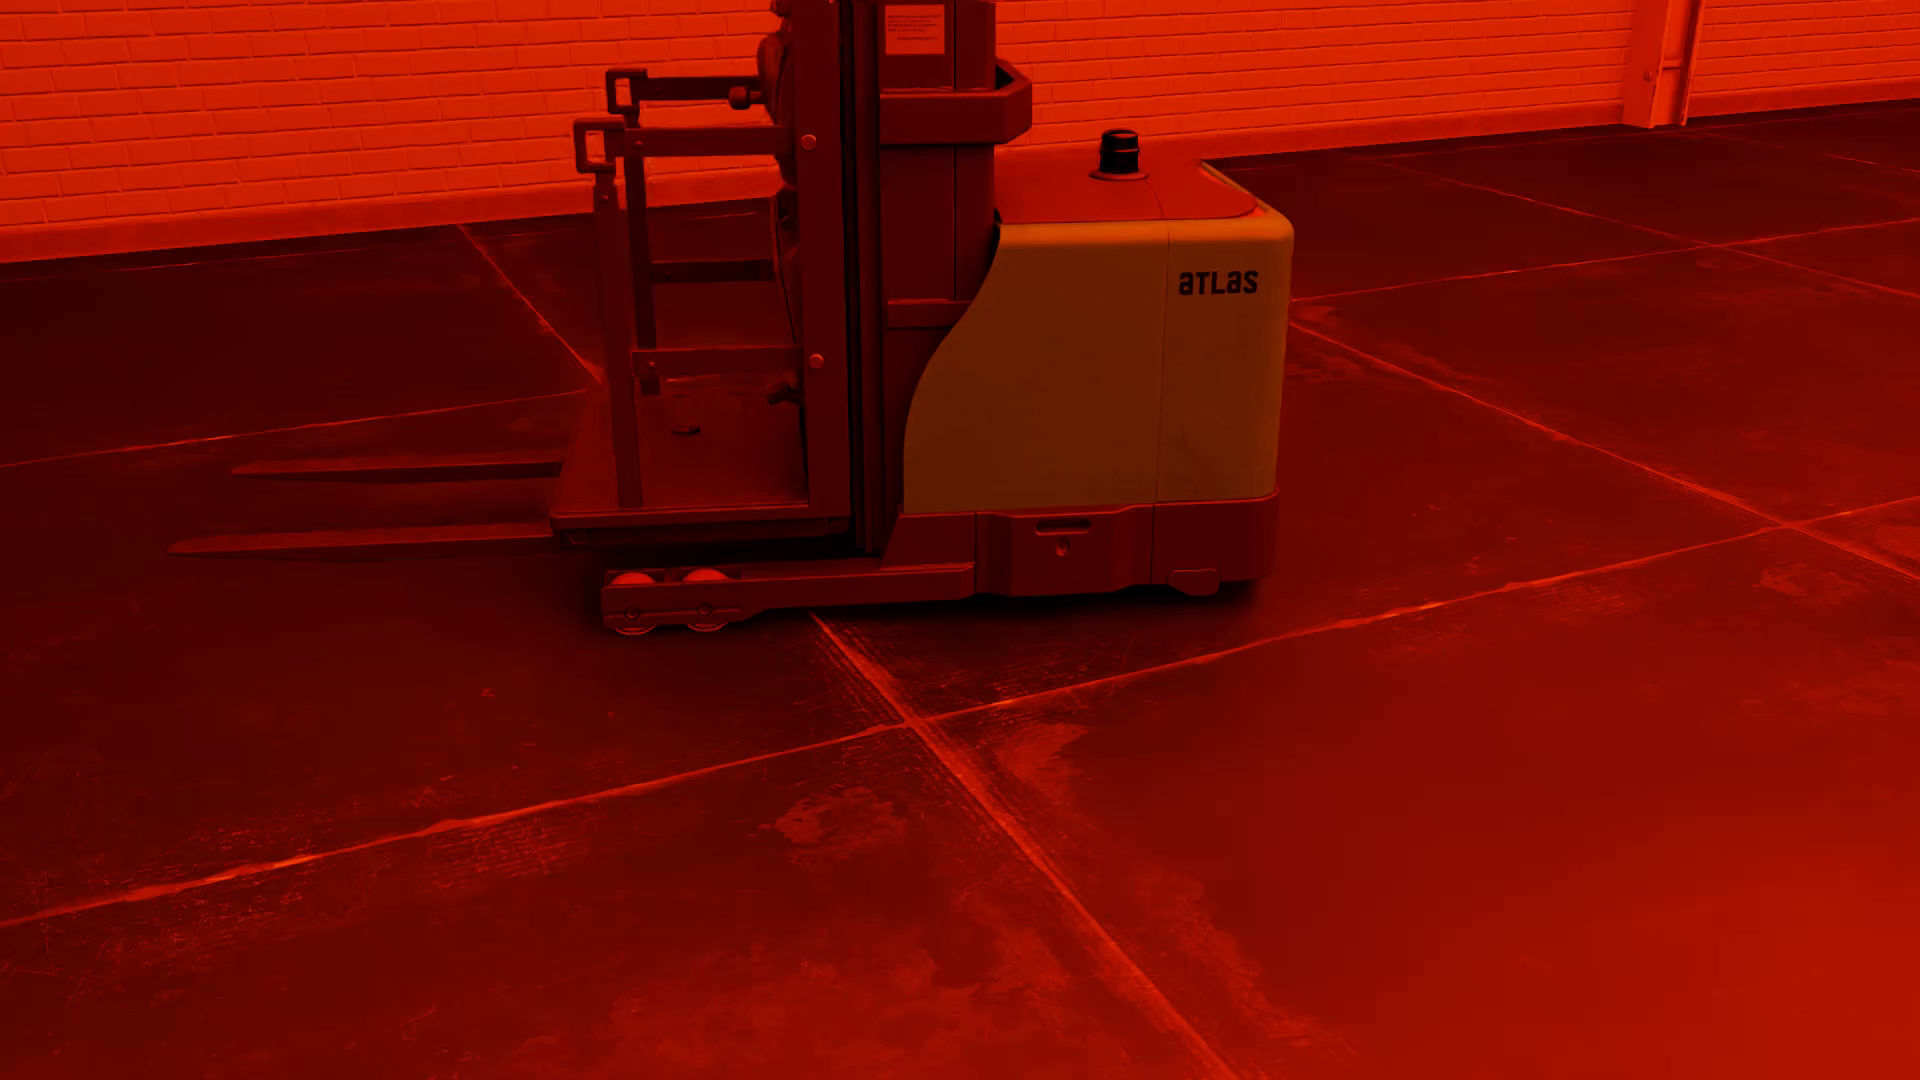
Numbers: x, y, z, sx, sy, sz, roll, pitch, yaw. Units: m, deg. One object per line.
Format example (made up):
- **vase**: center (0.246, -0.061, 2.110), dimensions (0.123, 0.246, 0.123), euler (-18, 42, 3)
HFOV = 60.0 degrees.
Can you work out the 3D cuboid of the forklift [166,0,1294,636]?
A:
- **forklift**: center (-0.662, -1.310, 4.440), dimensions (3.031, 2.935, 1.130), euler (-3, 23, -6)
